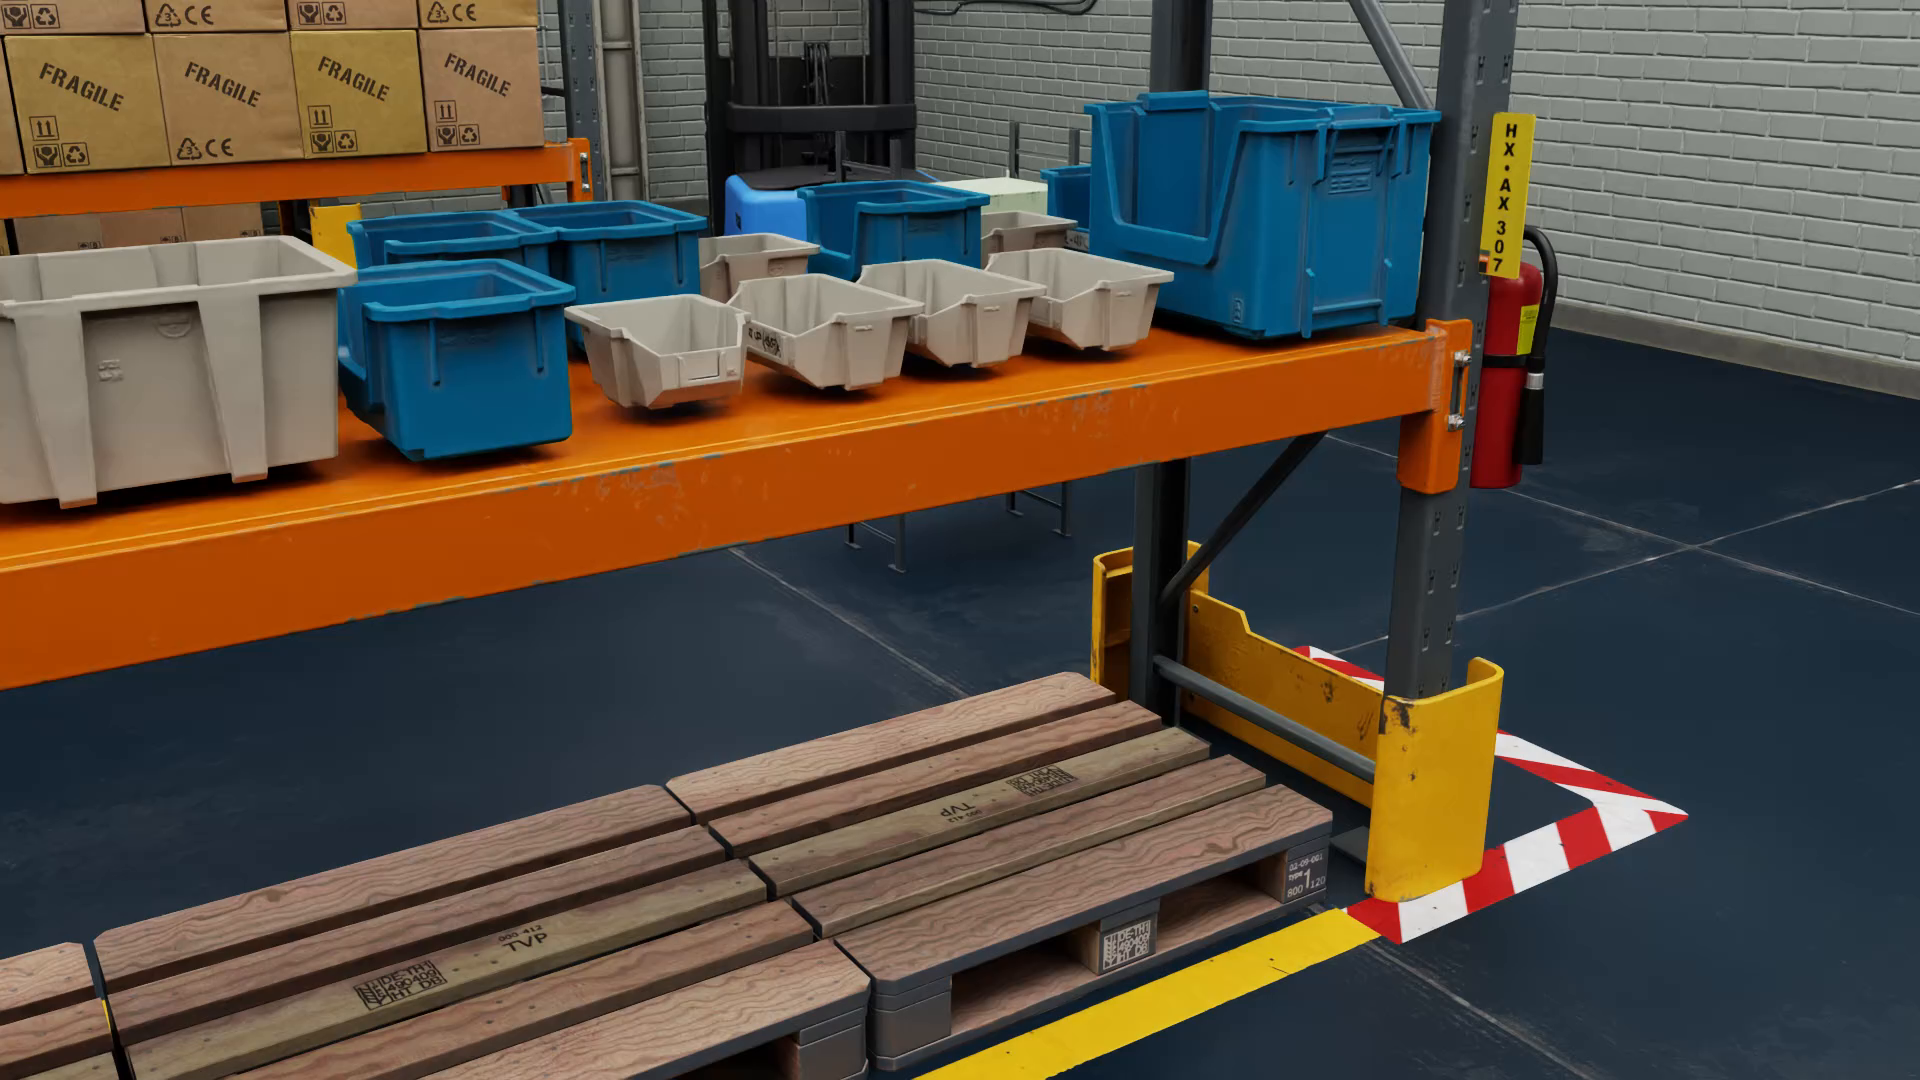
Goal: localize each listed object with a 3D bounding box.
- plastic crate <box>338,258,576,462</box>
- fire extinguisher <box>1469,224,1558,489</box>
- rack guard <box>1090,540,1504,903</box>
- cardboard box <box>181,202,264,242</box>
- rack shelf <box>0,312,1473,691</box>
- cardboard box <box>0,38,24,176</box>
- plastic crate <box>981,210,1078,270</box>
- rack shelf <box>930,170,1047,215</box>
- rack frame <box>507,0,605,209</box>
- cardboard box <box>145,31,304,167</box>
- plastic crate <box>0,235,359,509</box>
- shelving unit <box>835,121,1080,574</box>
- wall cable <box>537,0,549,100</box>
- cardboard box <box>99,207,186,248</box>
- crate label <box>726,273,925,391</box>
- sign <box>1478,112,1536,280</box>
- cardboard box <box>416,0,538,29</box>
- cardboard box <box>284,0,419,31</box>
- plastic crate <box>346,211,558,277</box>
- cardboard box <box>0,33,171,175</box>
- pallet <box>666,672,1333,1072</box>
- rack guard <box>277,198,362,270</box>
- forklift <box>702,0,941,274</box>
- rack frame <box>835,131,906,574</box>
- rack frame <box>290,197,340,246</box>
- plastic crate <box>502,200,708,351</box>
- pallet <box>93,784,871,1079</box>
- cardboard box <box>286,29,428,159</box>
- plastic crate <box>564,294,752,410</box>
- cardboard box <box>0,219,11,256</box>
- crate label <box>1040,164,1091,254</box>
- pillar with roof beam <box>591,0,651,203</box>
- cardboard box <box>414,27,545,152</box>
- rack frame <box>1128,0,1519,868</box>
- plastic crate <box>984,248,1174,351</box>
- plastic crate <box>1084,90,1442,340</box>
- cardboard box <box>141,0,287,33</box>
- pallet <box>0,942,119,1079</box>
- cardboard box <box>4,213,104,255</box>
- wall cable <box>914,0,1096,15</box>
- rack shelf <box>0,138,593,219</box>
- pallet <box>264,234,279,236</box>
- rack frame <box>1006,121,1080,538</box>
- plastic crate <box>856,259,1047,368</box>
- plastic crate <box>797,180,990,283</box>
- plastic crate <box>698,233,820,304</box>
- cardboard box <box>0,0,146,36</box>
[{"bbox_3d":[-0.784,-0.282,2.564,0.300,0.233,0.416,-12,22,-31],"label":"plastic crate"},{"bbox_3d":[1.166,-0.455,3.611,0.183,0.674,0.296,-12,22,-31],"label":"fire extinguisher"},{"bbox_3d":[0.803,0.413,4.243,0.348,0.500,1.175,-12,22,-31],"label":"rack guard"},{"bbox_3d":[-5.188,-2.278,11.548,0.500,0.500,0.700,-12,22,-31],"label":"cardboard box"},{"bbox_3d":[-0.880,-0.071,2.893,4.000,0.370,1.077,-12,22,-31],"label":"rack shelf"},{"bbox_3d":[-3.851,-1.627,6.219,0.500,0.500,0.500,-12,22,-32],"label":"cardboard box"},{"bbox_3d":[0.089,-0.677,3.883,0.298,0.136,0.250,-12,22,-31],"label":"plastic crate"},{"bbox_3d":[-0.006,-1.079,5.876,0.720,0.370,0.431,-12,22,-31],"label":"rack shelf"},{"bbox_3d":[-1.931,-2.089,7.741,0.127,3.000,1.000,-12,22,-31],"label":"rack frame"},{"bbox_3d":[-3.007,-1.806,6.748,0.500,0.500,0.500,-12,22,-31],"label":"cardboard box"},{"bbox_3d":[-1.174,-0.251,2.395,0.530,0.282,0.437,-12,22,-31],"label":"plastic crate"},{"bbox_3d":[-0.006,-0.709,6.001,0.755,1.500,0.431,-12,22,-31],"label":"shelving unit"},{"bbox_3d":[-4.110,-4.373,12.911,1.851,1.984,0.084,-12,22,-31],"label":"wall cable"},{"bbox_3d":[-5.606,-2.190,11.287,0.500,0.500,0.700,-12,22,-32],"label":"cardboard box"},{"bbox_3d":[-0.261,-0.372,2.980,0.243,0.136,0.396,-12,22,-31],"label":"crate label"},{"bbox_3d":[1.106,-0.697,3.367,0.005,0.325,0.100,-12,22,-31],"label":"sign"},{"bbox_3d":[-2.152,-2.458,7.115,0.500,0.500,0.500,-12,22,-32],"label":"cardboard box"},{"bbox_3d":[-2.573,-2.369,6.851,0.500,0.500,0.500,-11,22,-30],"label":"cardboard box"},{"bbox_3d":[-0.948,-0.473,3.127,0.300,0.233,0.416,-12,22,-31],"label":"plastic crate"},{"bbox_3d":[-3.428,-1.717,6.485,0.500,0.500,0.500,-12,22,-32],"label":"cardboard box"},{"bbox_3d":[0.080,0.692,3.868,1.213,0.211,1.003,-12,22,-31],"label":"pallet"},{"bbox_3d":[-4.639,-2.234,12.071,0.348,0.500,1.175,-12,22,-31],"label":"rack guard"},{"bbox_3d":[-0.834,-2.446,8.903,1.130,2.935,3.031,-4,19,-13],"label":"forklift"},{"bbox_3d":[-0.311,-0.645,5.810,0.023,1.500,0.400,-12,22,-31],"label":"rack frame"},{"bbox_3d":[-4.659,-3.414,11.658,0.127,3.000,1.000,-12,22,-31],"label":"rack frame"},{"bbox_3d":[-0.697,-0.525,3.283,0.300,0.233,0.416,-12,22,-31],"label":"plastic crate"},{"bbox_3d":[-0.938,0.906,3.236,1.213,0.211,1.003,-12,22,-31],"label":"pallet"},{"bbox_3d":[-2.587,-1.893,7.003,0.500,0.500,0.500,-12,22,-31],"label":"cardboard box"},{"bbox_3d":[-0.498,-0.315,2.812,0.250,0.136,0.298,-12,22,-31],"label":"plastic crate"},{"bbox_3d":[-6.467,-2.005,10.741,0.500,0.500,0.700,-11,22,-30],"label":"cardboard box"},{"bbox_3d":[0.403,-0.757,3.969,0.303,0.233,0.416,-12,22,-31],"label":"crate label"},{"bbox_3d":[-0.512,-5.811,9.383,0.400,9.000,9.100,-12,22,-31],"label":"pillar with roof beam"},{"bbox_3d":[-2.156,-1.985,7.276,0.500,0.500,0.500,-11,22,-30],"label":"cardboard box"},{"bbox_3d":[0.790,-0.764,3.820,0.127,3.000,1.000,-12,22,-31],"label":"rack frame"},{"bbox_3d":[0.208,-0.475,3.284,0.243,0.136,0.396,-12,22,-31],"label":"plastic crate"},{"bbox_3d":[0.613,-0.700,3.482,0.499,0.435,0.616,-12,22,-31],"label":"plastic crate"},{"bbox_3d":[-3.004,-2.277,6.578,0.500,0.500,0.500,-11,22,-30],"label":"cardboard box"},{"bbox_3d":[-1.958,1.122,2.596,1.213,0.211,1.003,-12,22,-31],"label":"pallet"},{"bbox_3d":[-6.026,-2.101,11.024,0.500,0.500,0.700,-13,22,-33],"label":"cardboard box"},{"bbox_3d":[0.261,-5.685,13.859,0.112,2.526,3.097,-12,22,-31],"label":"wall cable"},{"bbox_3d":[-3.602,-1.396,6.814,4.000,0.370,1.077,-12,22,-31],"label":"rack shelf"},{"bbox_3d":[-5.284,-1.931,11.626,1.213,0.211,1.003,-12,22,-31],"label":"pallet"},{"bbox_3d":[0.300,-0.774,6.192,0.023,1.500,0.400,-12,22,-31],"label":"rack frame"},{"bbox_3d":[-0.042,-0.428,3.145,0.243,0.136,0.396,-12,22,-31],"label":"plastic crate"},{"bbox_3d":[-0.147,-0.641,3.626,0.300,0.233,0.416,-12,22,-31],"label":"plastic crate"},{"bbox_3d":[-0.477,-0.558,3.529,0.298,0.136,0.250,-12,22,-31],"label":"plastic crate"},{"bbox_3d":[-3.433,-2.186,6.310,0.500,0.500,0.500,-11,22,-30],"label":"cardboard box"}]
